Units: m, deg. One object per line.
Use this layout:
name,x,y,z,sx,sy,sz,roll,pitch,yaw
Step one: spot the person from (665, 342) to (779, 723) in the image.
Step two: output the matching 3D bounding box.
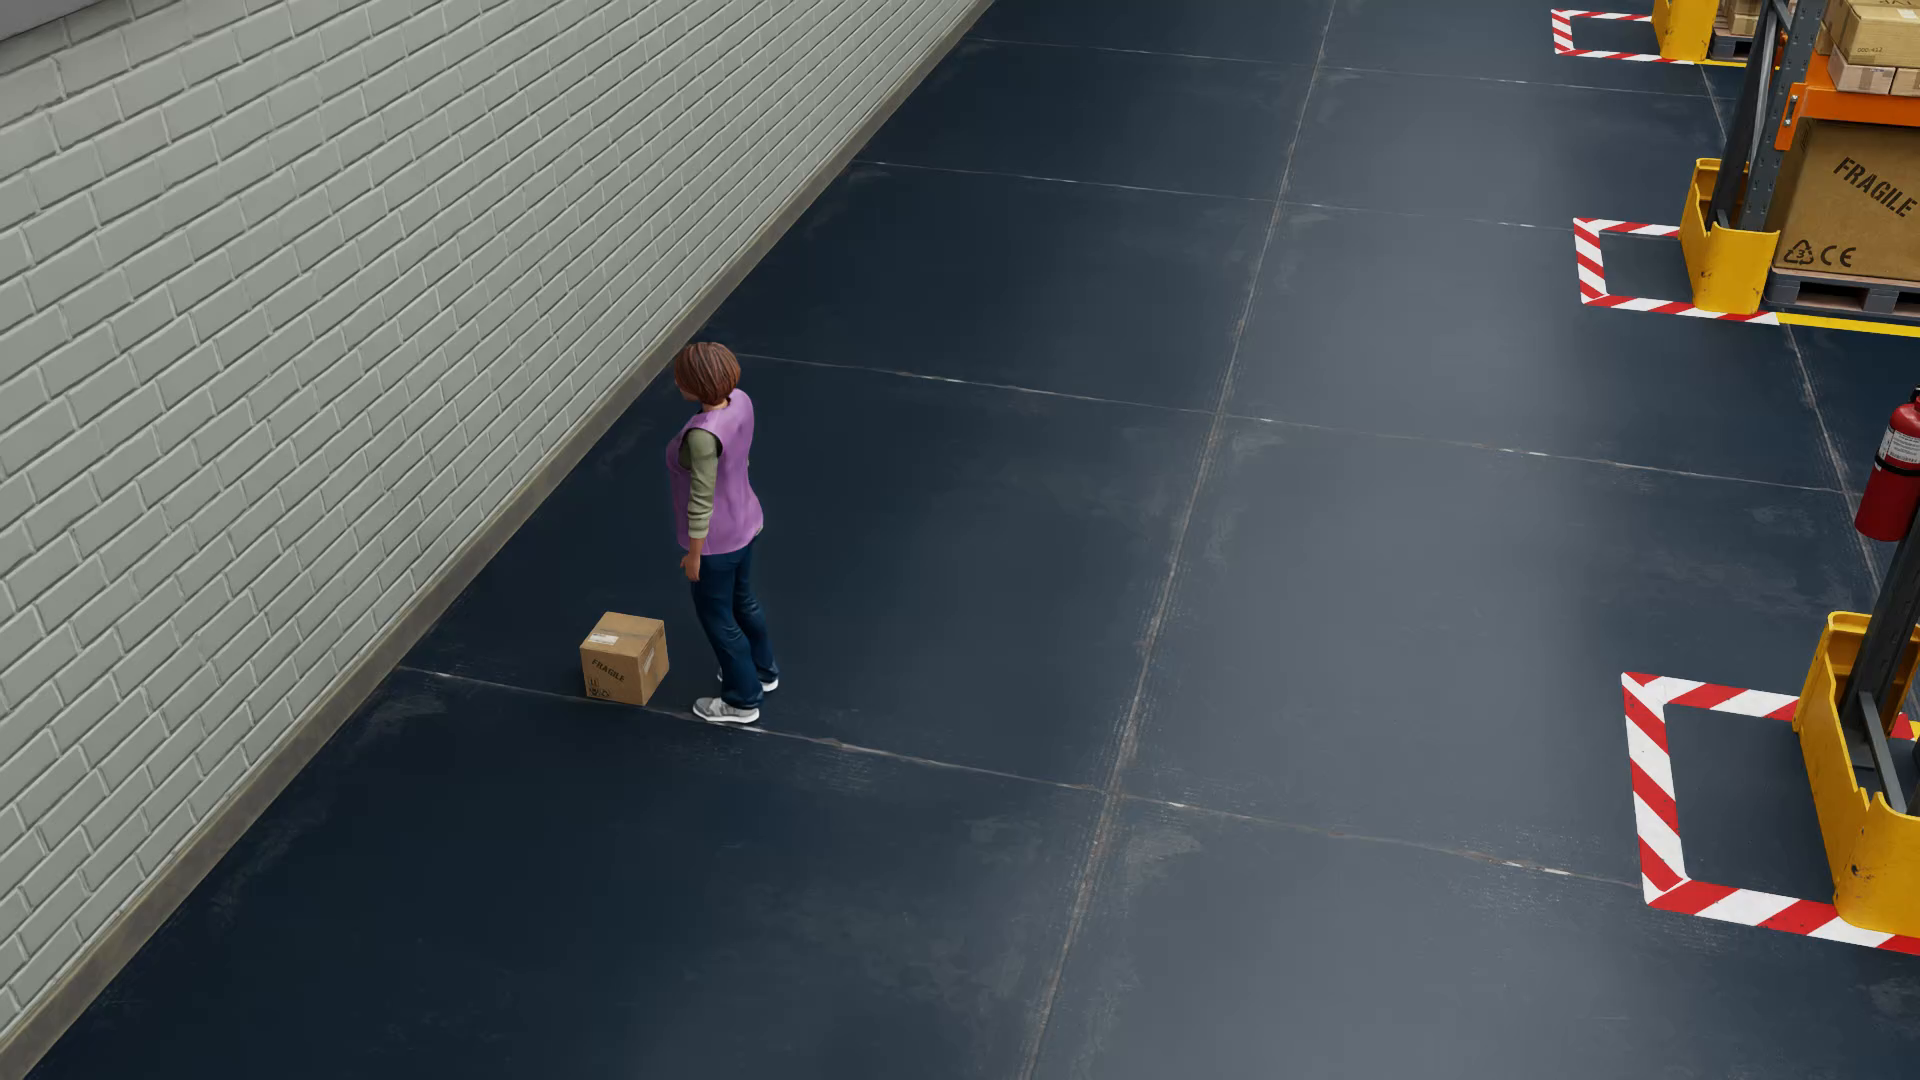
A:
person,-0.893,-0.009,6.170,0.303,1.604,0.408,9,34,13
